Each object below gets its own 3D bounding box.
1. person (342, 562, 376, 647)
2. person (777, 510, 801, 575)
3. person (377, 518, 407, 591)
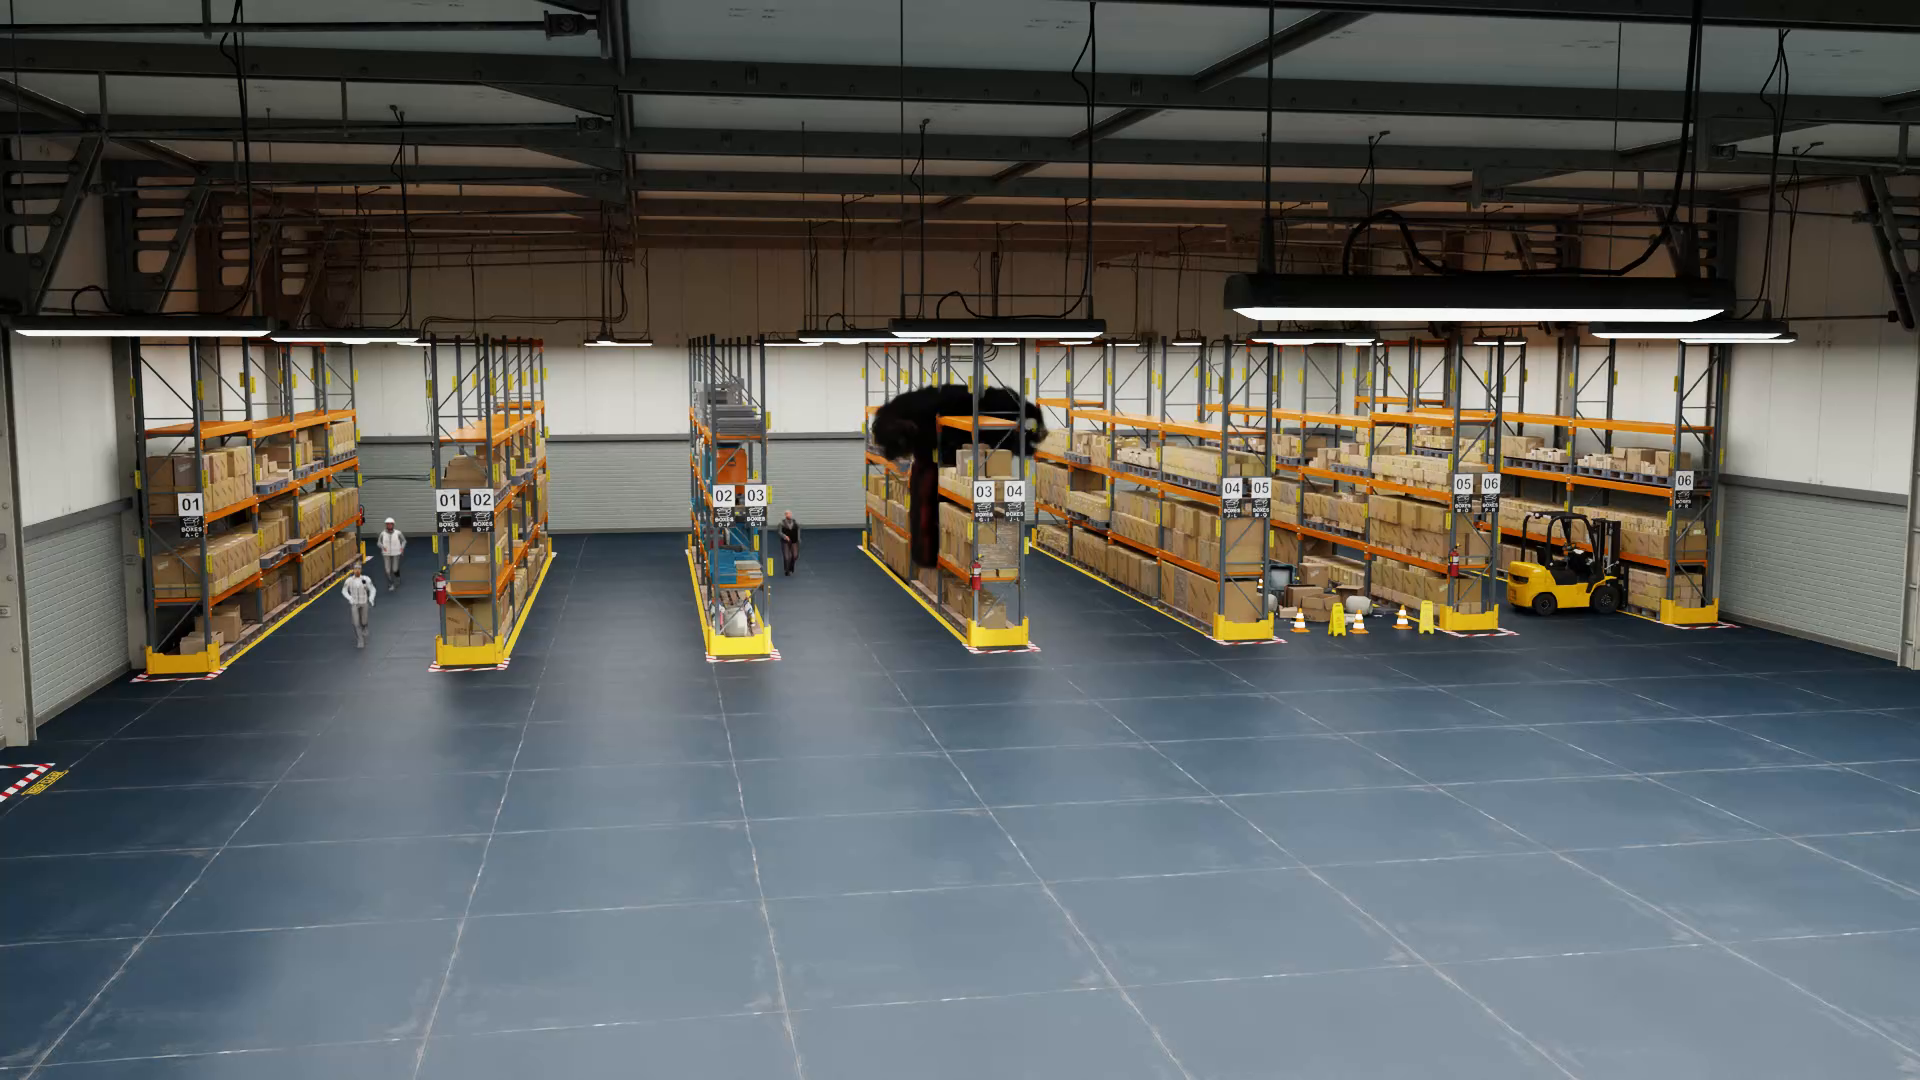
[{"bbox_3d":[-11.616,1.235,32.149,0.616,1.659,0.554,-2,7,-17],"label":"person"},{"bbox_3d":[-4.293,0.076,42.009,0.641,1.675,0.661,-2,7,-20],"label":"person"},{"bbox_3d":[-13.496,0.346,39.472,0.652,1.731,0.569,-1,7,-12],"label":"person"}]
